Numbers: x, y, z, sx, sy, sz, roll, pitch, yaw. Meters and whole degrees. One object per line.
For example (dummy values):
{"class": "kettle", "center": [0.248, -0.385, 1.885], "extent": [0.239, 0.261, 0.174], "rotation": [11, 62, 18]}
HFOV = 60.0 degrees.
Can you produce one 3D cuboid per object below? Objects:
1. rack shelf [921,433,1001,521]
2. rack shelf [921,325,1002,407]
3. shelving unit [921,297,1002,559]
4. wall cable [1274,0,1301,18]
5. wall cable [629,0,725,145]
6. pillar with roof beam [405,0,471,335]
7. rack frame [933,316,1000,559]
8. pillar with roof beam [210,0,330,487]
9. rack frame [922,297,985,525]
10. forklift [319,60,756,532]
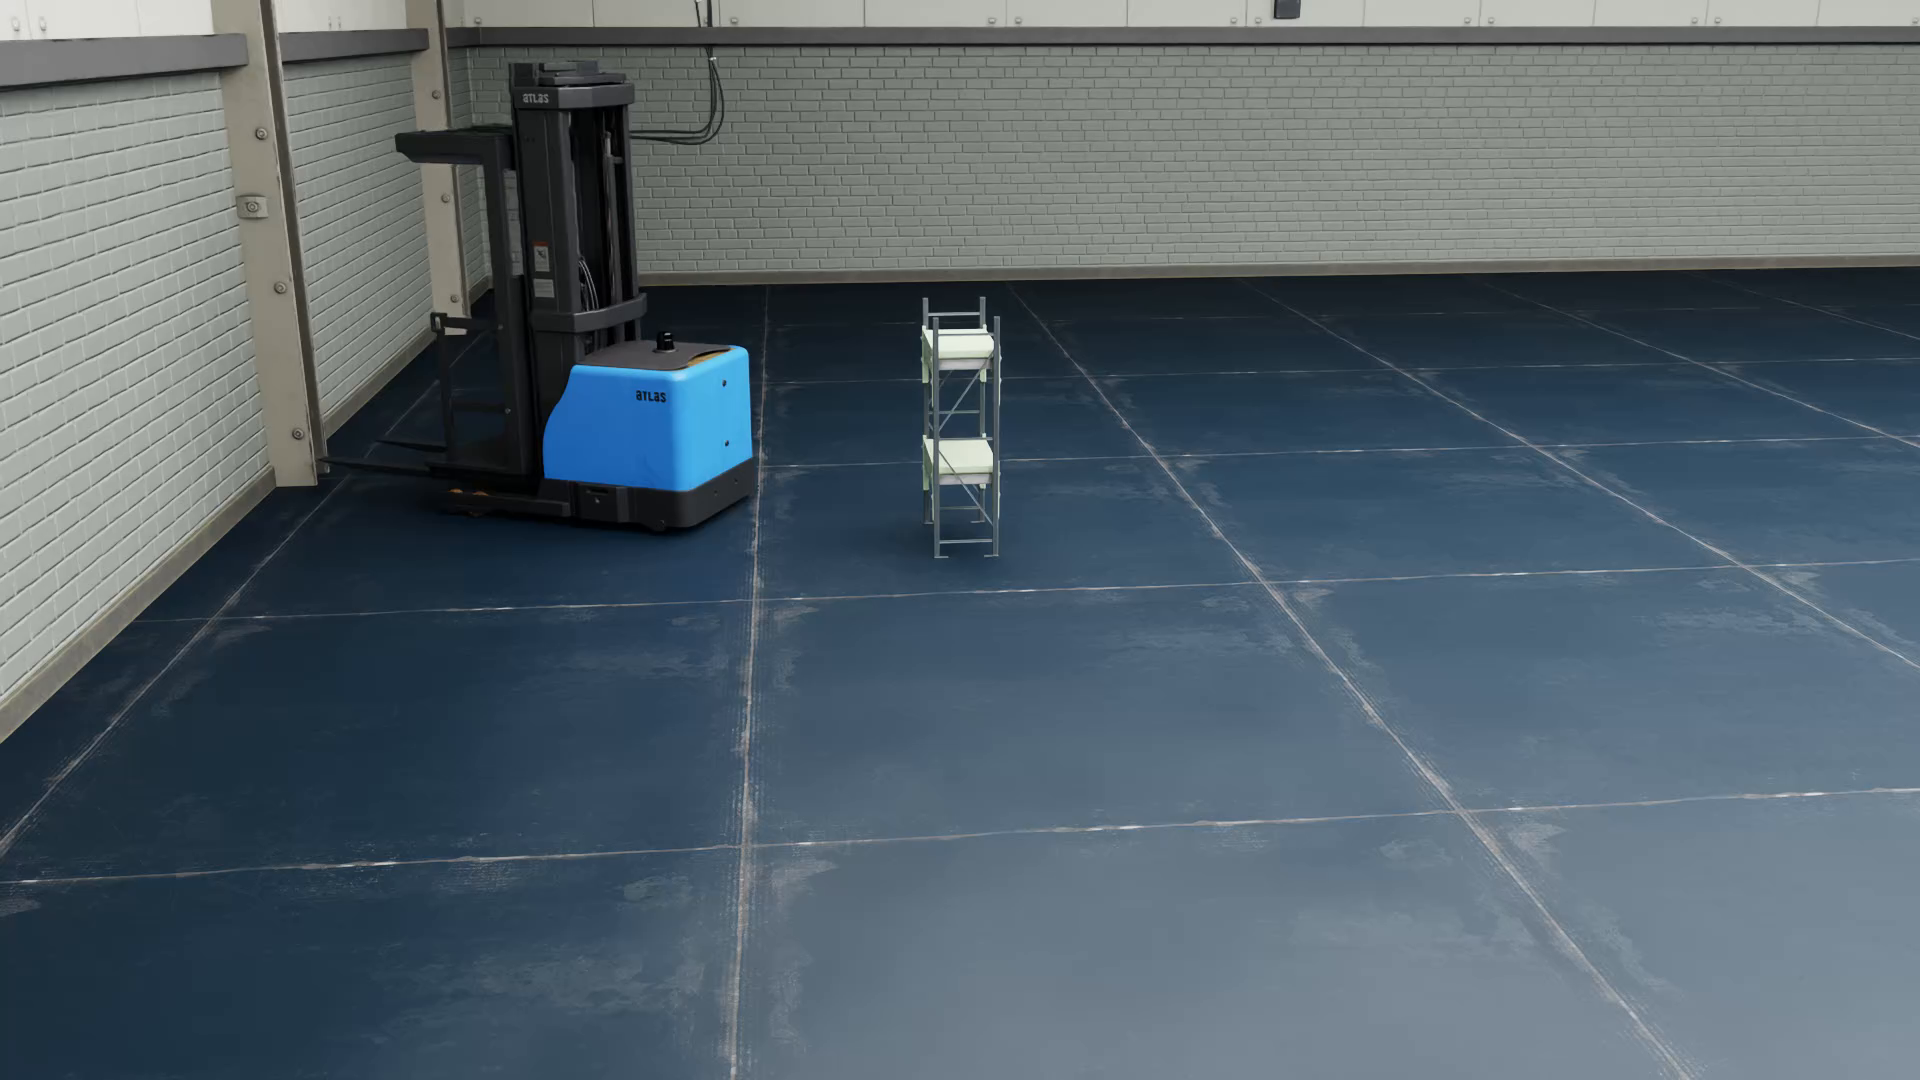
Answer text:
{"class": "rack shelf", "center": [-0.001, -0.407, 10.556], "extent": [0.431, 0.370, 0.720], "rotation": [-2, 18, -6]}
{"class": "rack shelf", "center": [-0.001, -1.090, 10.342], "extent": [0.431, 0.370, 0.720], "rotation": [-2, 18, -6]}
{"class": "shelving unit", "center": [-0.001, -0.718, 10.459], "extent": [0.431, 1.500, 0.755], "rotation": [-2, 18, -6]}
{"class": "wall cable", "center": [5.044, -9.356, 19.777], "extent": [2.305, 6.003, 0.169], "rotation": [-2, 18, -6]}
{"class": "wall cable", "center": [-4.401, -5.963, 19.833], "extent": [3.097, 2.526, 0.112], "rotation": [-2, 18, -6]}
{"class": "pillar with roof beam", "center": [-1.130, -6.659, 16.865], "extent": [9.100, 9.000, 0.400], "rotation": [-2, 18, -6]}
{"class": "rack frame", "center": [0.037, -0.609, 10.111], "extent": [0.400, 1.500, 0.023], "rotation": [-2, 18, -6]}
{"class": "pillar with roof beam", "center": [-0.511, -4.872, 11.171], "extent": [9.100, 9.000, 0.400], "rotation": [-2, 18, -6]}
{"class": "rack frame", "center": [-0.038, -0.827, 10.806], "extent": [0.400, 1.500, 0.023], "rotation": [-2, 18, -6]}
{"class": "forklift", "center": [-2.993, -1.698, 11.193], "extent": [3.031, 2.935, 1.130], "rotation": [6, 18, 18]}
